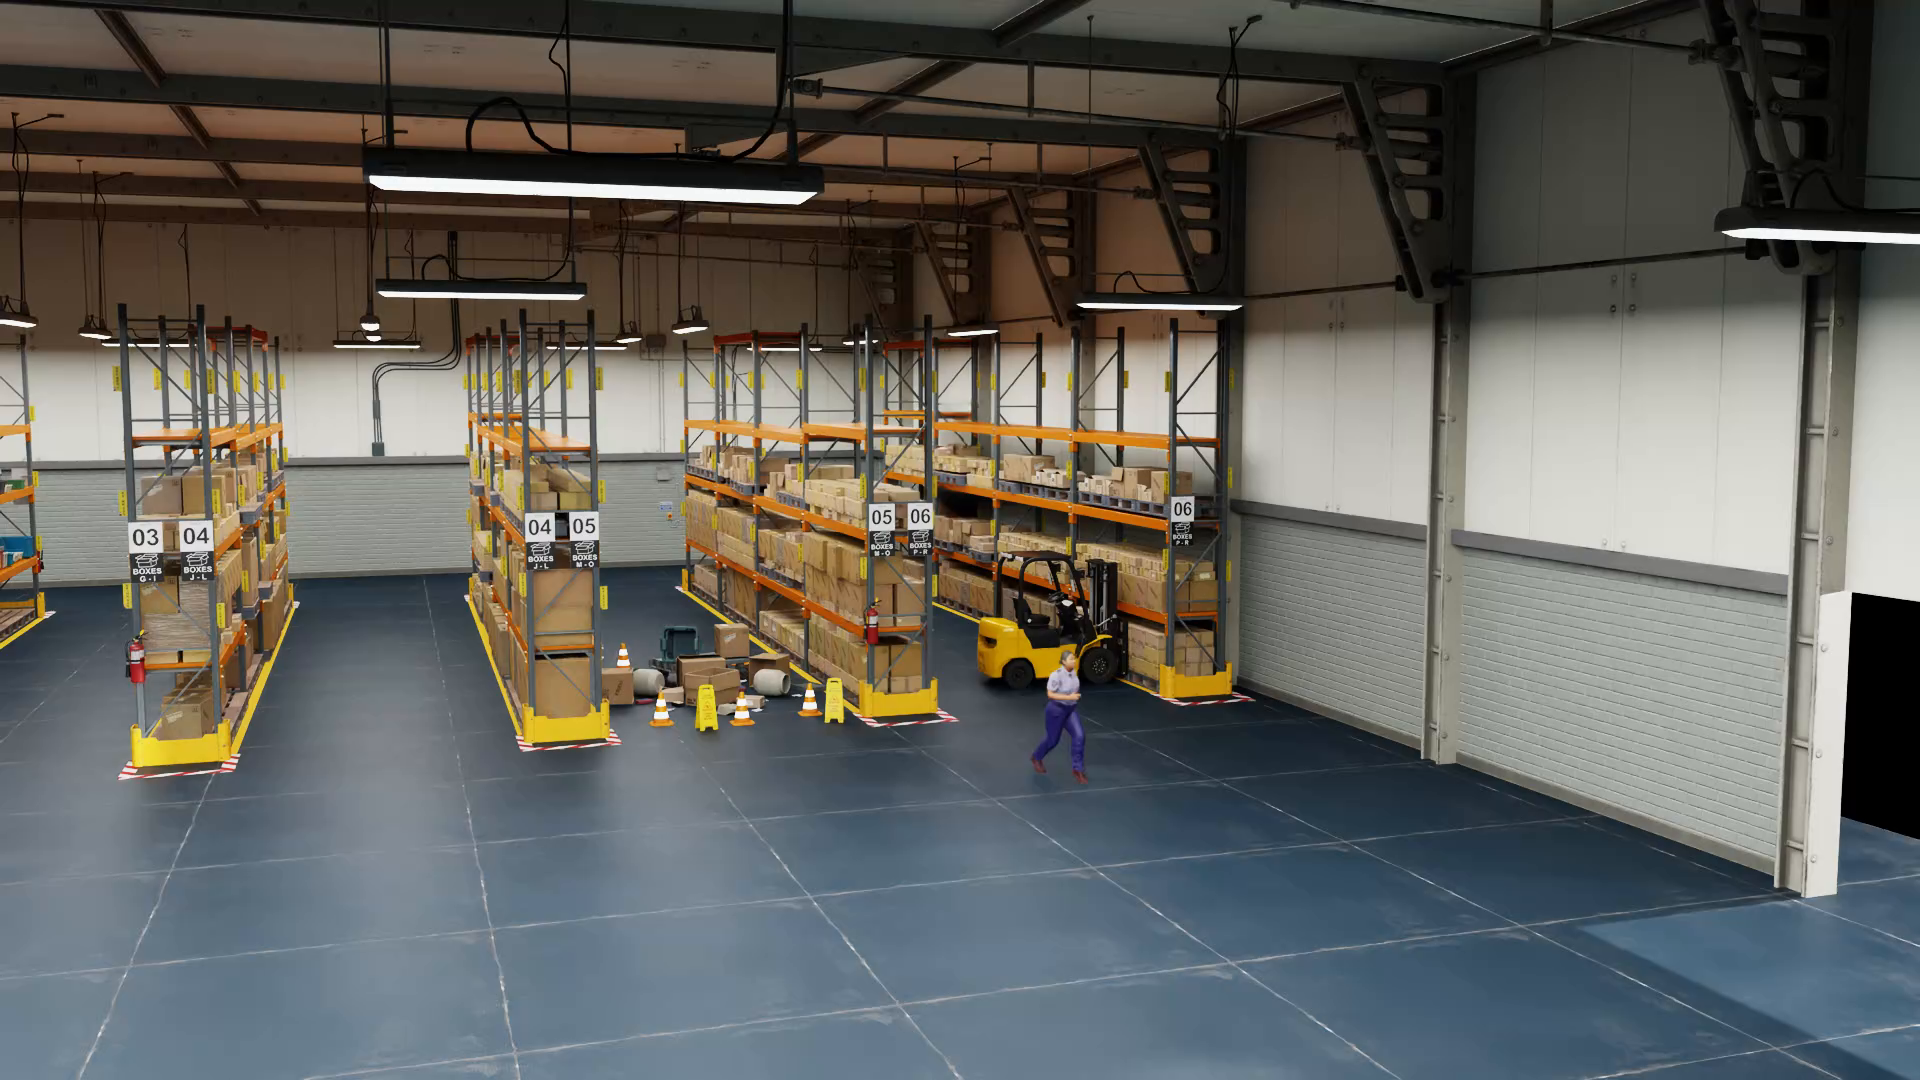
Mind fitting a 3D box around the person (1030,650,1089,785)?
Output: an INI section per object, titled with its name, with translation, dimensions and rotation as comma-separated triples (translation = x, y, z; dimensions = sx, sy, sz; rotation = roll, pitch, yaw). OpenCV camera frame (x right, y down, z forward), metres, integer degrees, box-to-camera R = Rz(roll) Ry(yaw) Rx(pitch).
[person]
translation = 1.260, 2.211, 20.957
dimensions = 0.931, 1.686, 0.627
rotation = 5, 7, 44
